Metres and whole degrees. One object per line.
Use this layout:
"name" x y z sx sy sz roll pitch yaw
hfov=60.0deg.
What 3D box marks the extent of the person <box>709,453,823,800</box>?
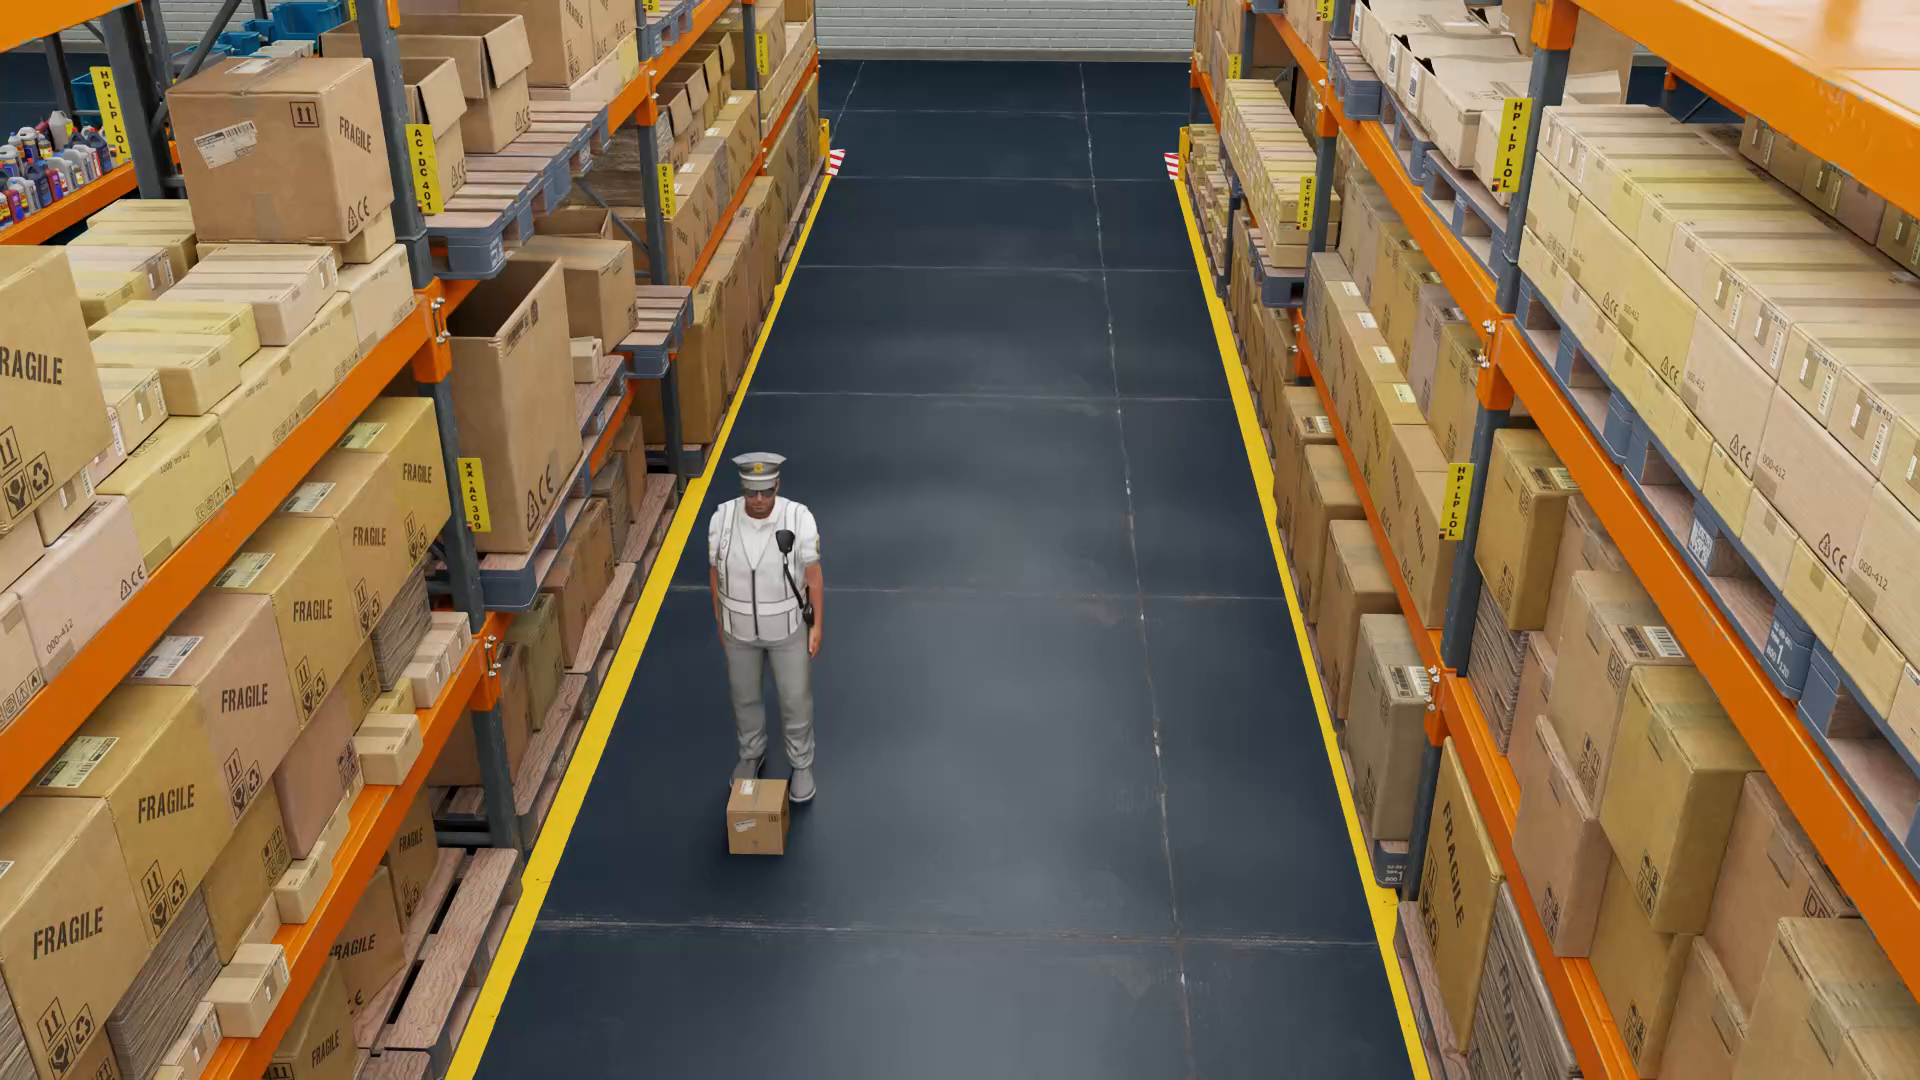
"person" -0.908 0.397 7.849 0.530 1.759 0.404 2 28 3
